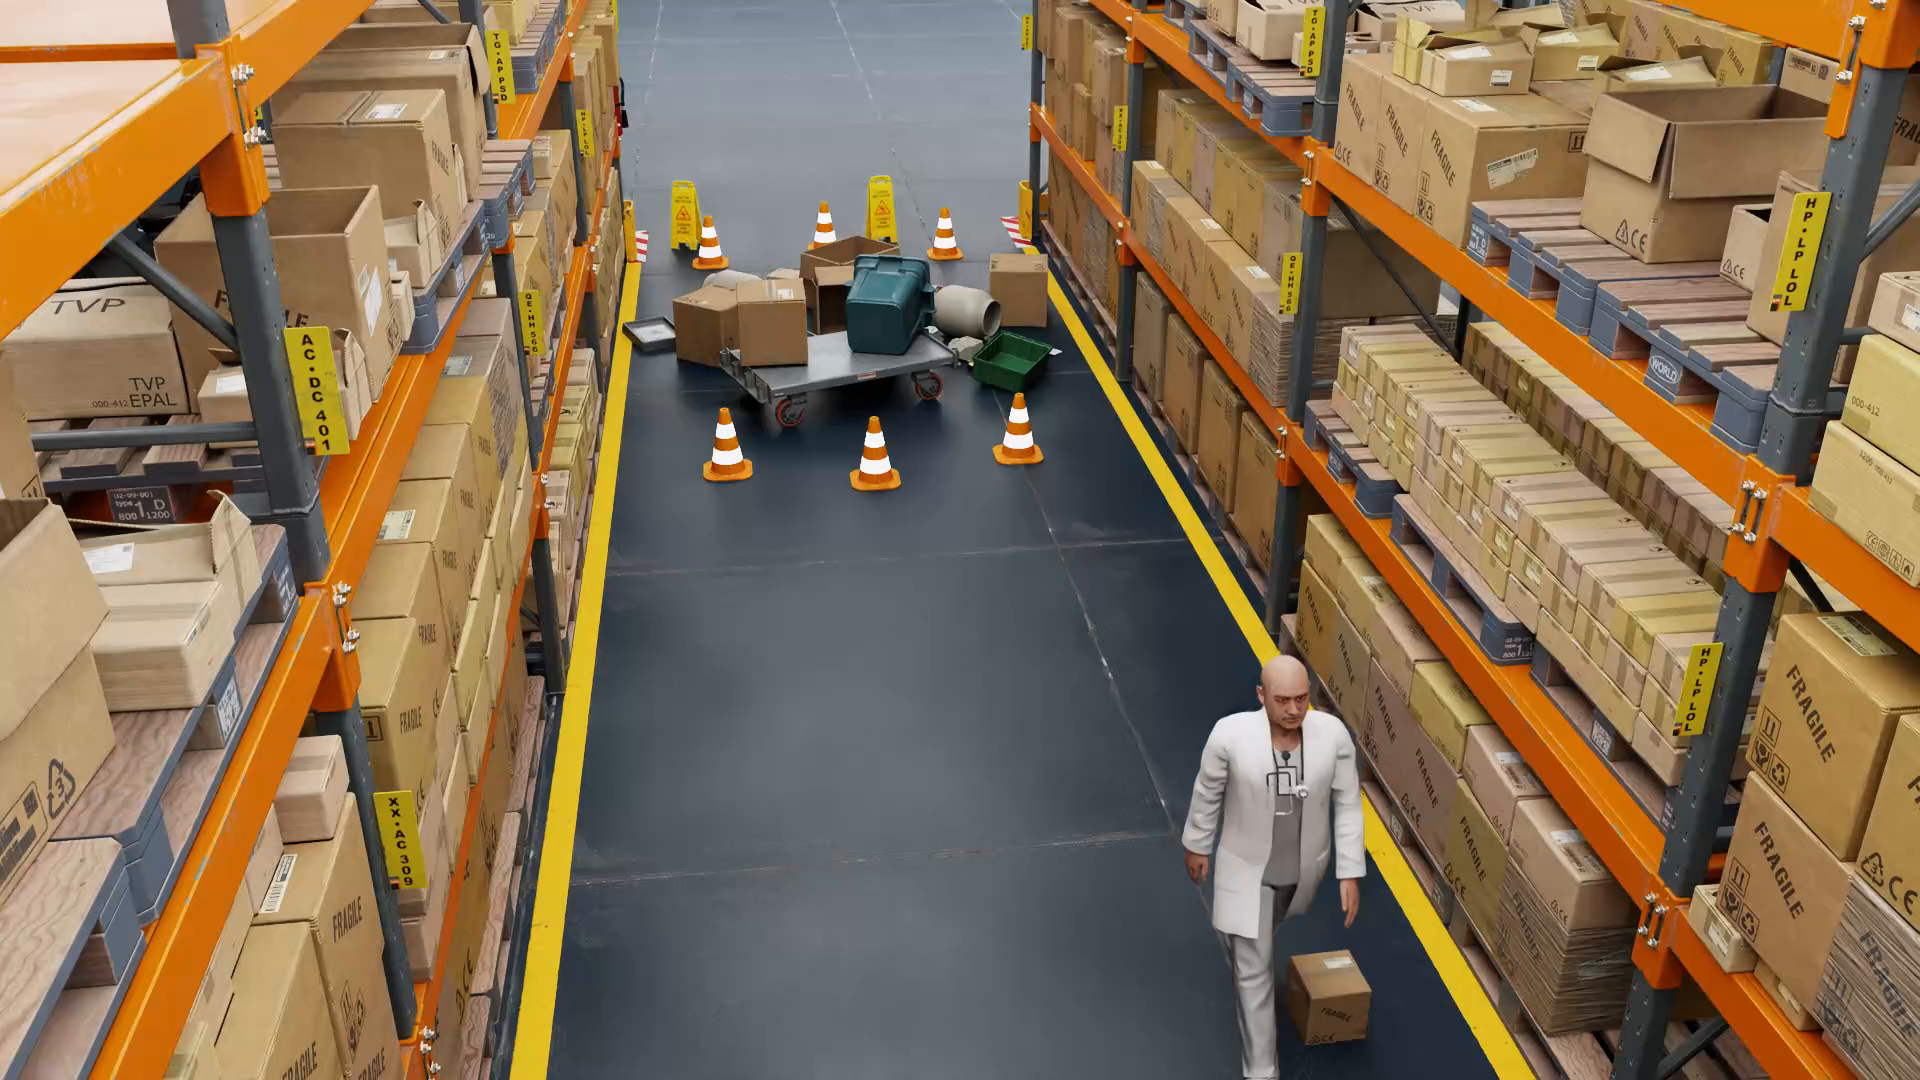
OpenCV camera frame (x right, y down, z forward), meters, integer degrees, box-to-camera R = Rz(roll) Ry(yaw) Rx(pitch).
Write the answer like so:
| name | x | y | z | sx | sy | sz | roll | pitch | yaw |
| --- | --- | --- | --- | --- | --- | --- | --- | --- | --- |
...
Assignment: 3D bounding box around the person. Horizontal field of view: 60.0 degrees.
| name | x | y | z | sx | sy | sz | roll | pitch | yaw |
| --- | --- | --- | --- | --- | --- | --- | --- | --- | --- |
| person | 1.179 | 1.217 | 6.219 | 0.618 | 1.715 | 1.166 | -3 | 27 | -6 |
